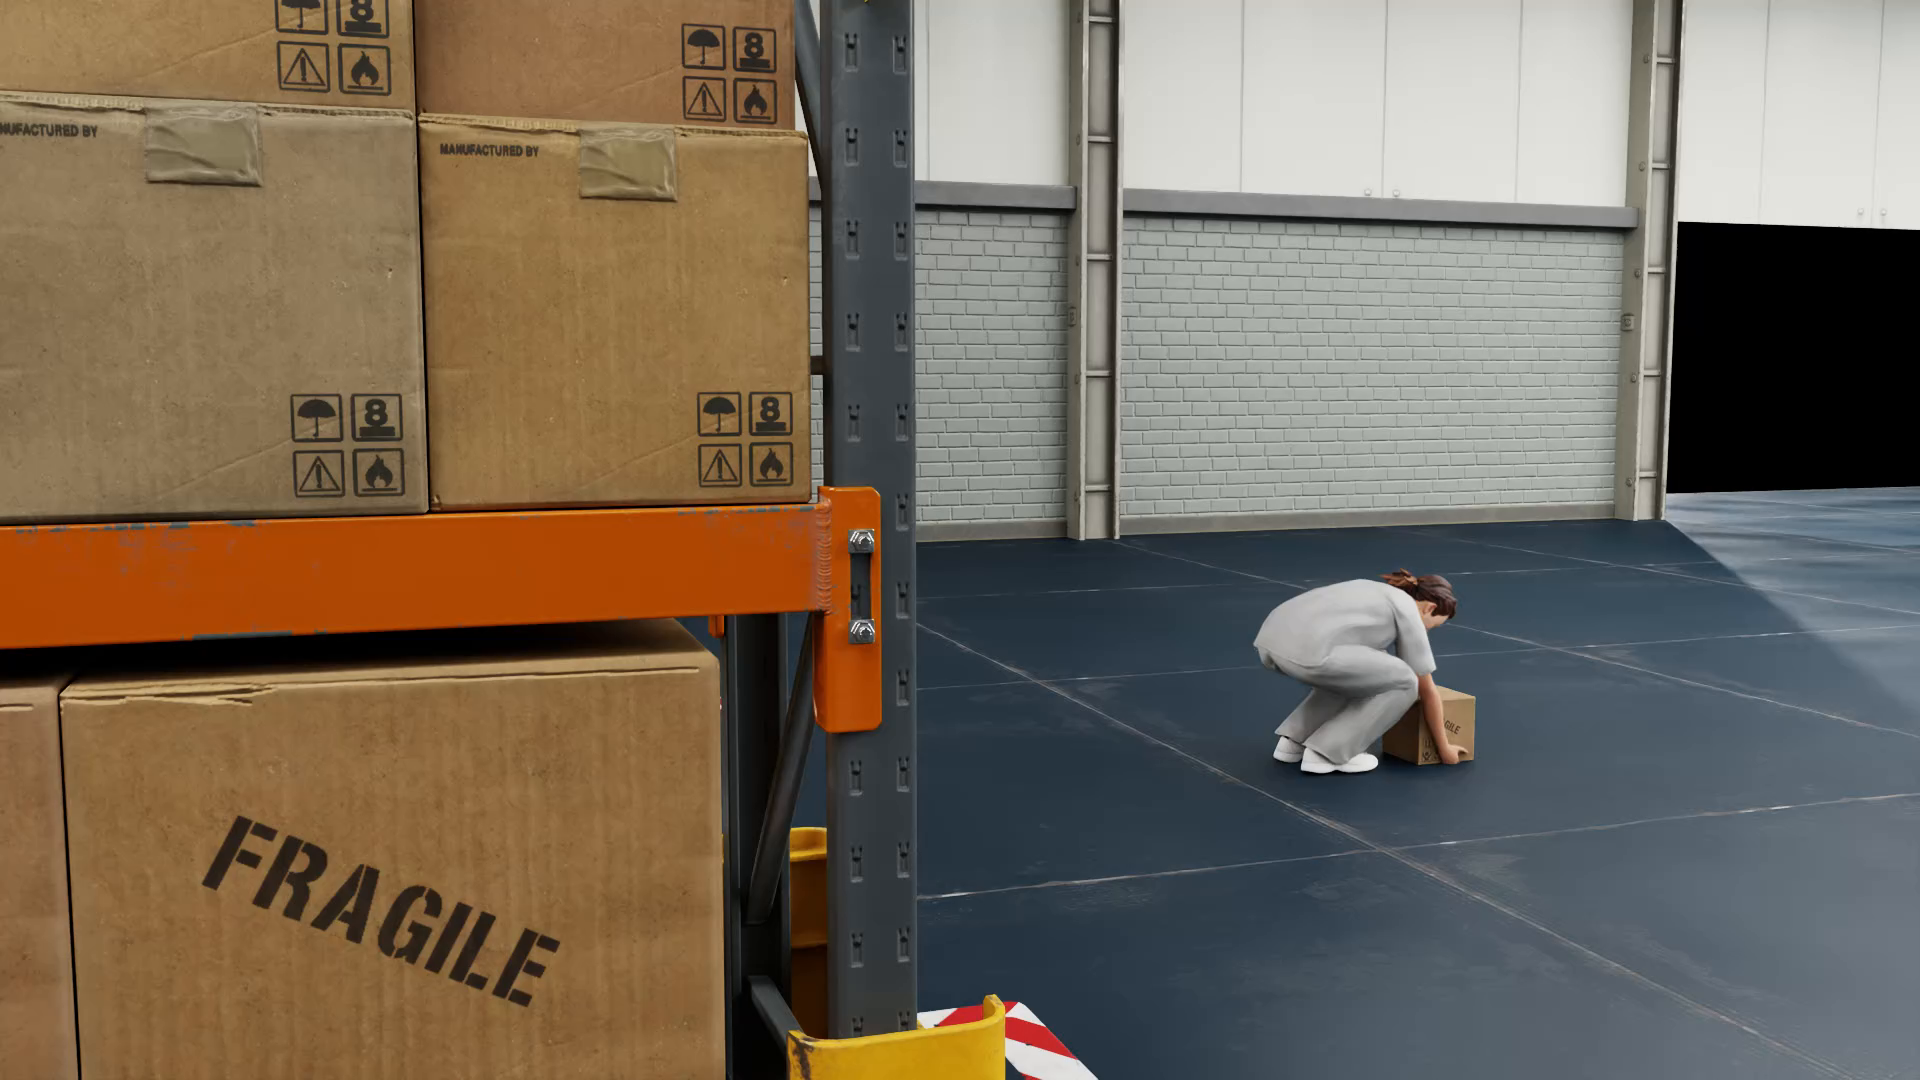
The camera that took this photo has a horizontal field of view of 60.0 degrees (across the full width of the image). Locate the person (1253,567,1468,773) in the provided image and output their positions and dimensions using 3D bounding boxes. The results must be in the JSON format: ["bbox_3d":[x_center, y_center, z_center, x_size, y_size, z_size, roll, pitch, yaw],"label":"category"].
[{"bbox_3d":[1.537,0.502,6.372,0.858,0.747,0.458,-2,6,-20],"label":"person"}]
